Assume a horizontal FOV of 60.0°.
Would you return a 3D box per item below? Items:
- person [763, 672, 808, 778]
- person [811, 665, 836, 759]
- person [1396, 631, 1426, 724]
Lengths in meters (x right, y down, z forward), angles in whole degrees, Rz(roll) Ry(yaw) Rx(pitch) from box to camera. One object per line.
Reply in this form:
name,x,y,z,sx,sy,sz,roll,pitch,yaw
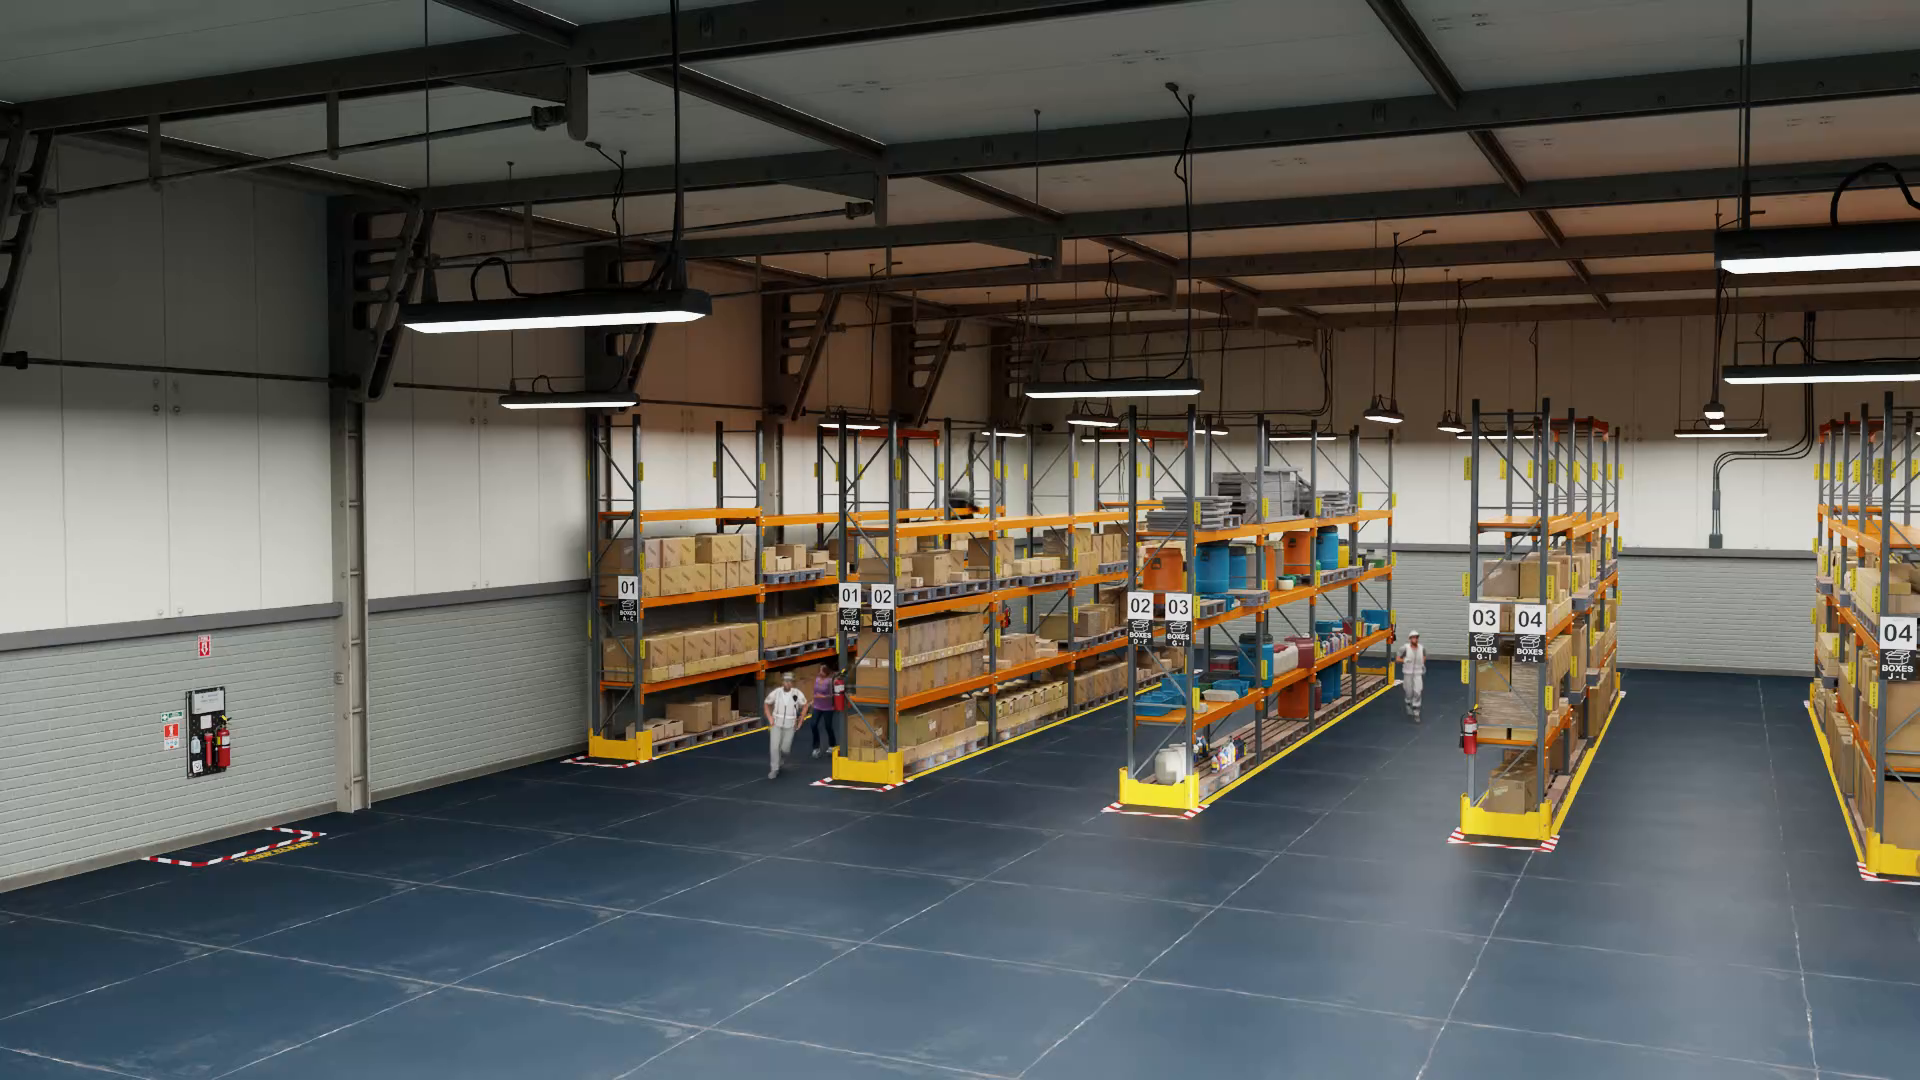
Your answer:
person,-2.879,3.028,27.434,0.740,1.726,0.610,0,2,-4
person,-2.402,3.000,29.163,0.507,1.640,0.709,1,3,20
person,9.073,2.727,33.441,0.627,1.821,0.897,0,2,7
